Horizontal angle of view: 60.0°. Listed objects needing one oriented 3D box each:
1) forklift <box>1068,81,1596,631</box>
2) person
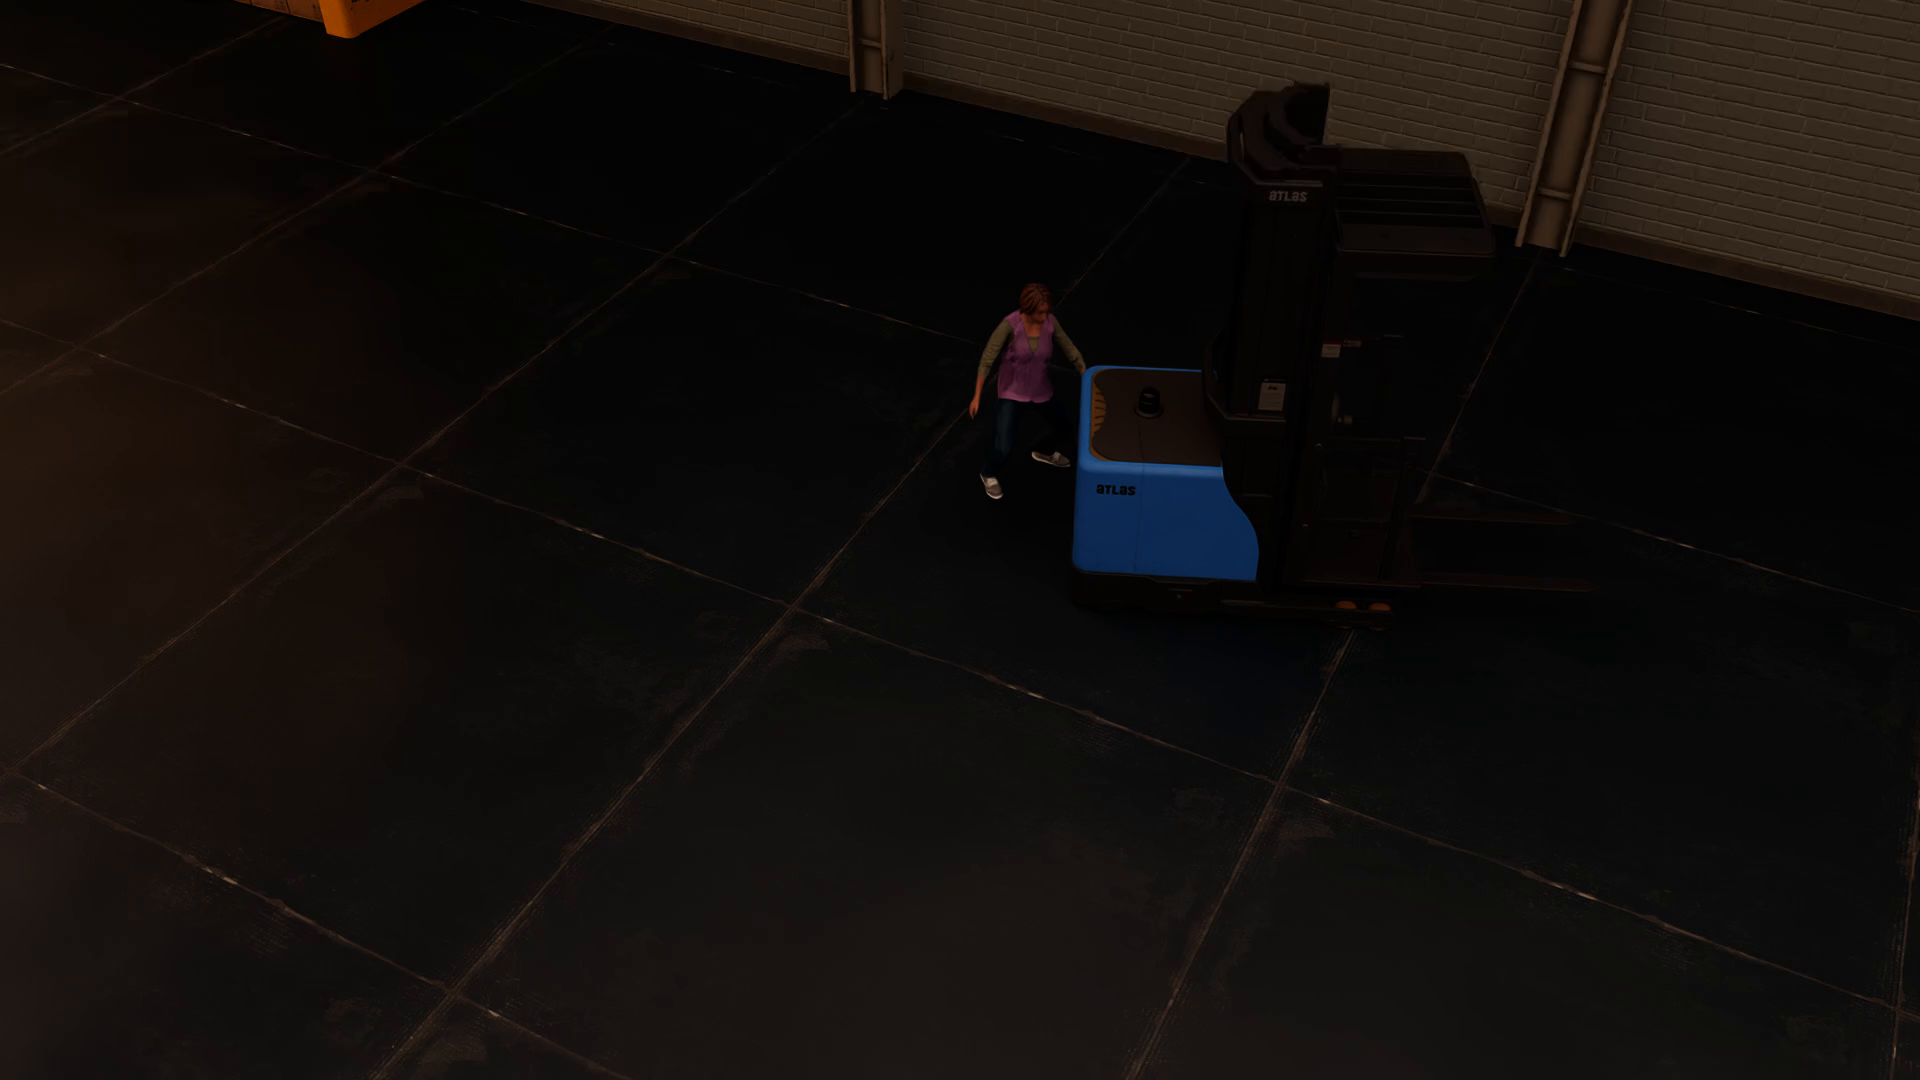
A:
[{"bbox_3d":[2.182,-0.955,9.120,3.031,2.935,1.130,3,40,4],"label":"forklift"},{"bbox_3d":[0.437,-0.909,10.211,0.803,1.491,0.580,-12,42,-14],"label":"person"}]
